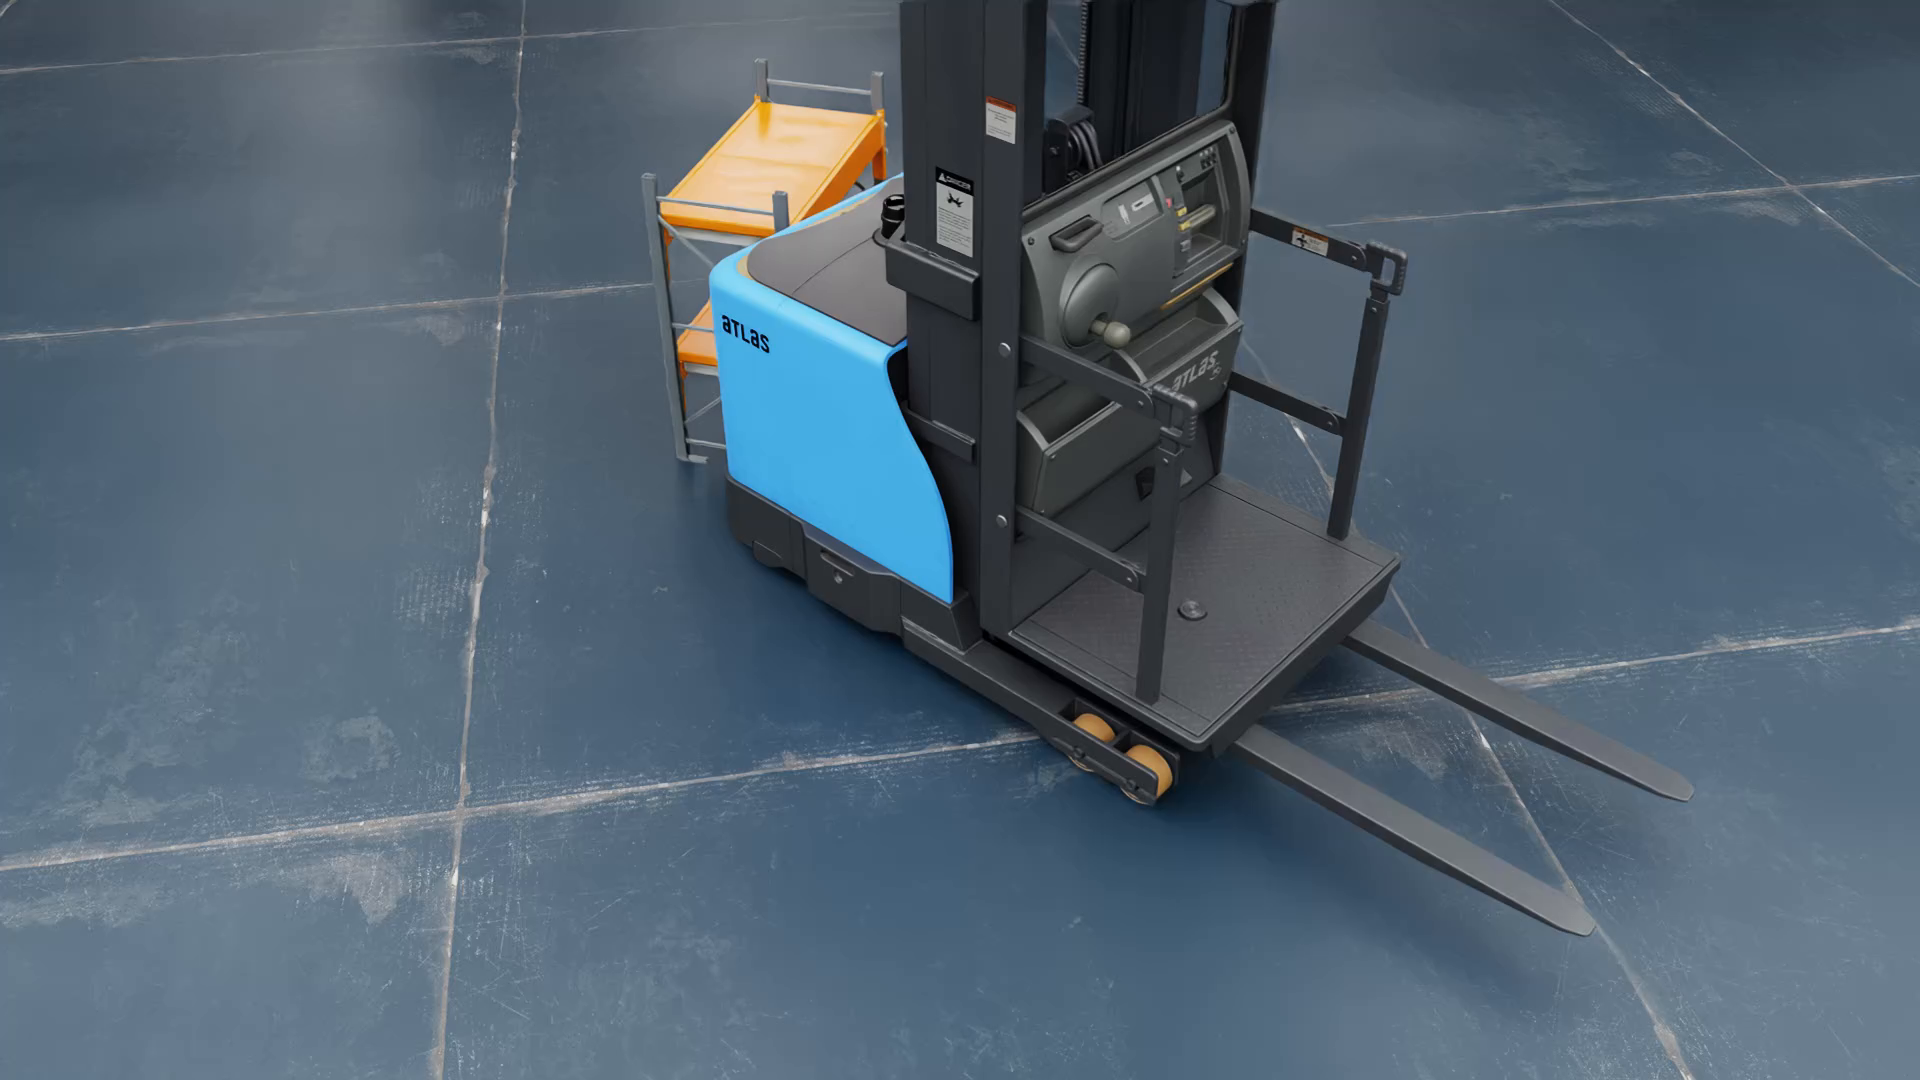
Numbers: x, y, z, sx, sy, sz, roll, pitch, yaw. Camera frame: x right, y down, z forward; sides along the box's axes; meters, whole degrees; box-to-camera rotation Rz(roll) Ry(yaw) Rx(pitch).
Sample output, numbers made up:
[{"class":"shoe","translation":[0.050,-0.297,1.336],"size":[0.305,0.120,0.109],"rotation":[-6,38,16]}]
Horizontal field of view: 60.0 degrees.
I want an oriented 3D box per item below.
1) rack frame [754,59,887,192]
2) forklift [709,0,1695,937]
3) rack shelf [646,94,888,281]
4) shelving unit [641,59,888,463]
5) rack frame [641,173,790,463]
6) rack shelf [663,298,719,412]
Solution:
[{"class":"rack frame","translation":[-0.526,-1.313,6.524],"size":[0.500,1.125,0.032],"rotation":[10,39,12]},{"class":"forklift","translation":[0.647,-0.768,4.350],"size":[3.031,2.935,1.130],"rotation":[29,46,32]},{"class":"rack shelf","translation":[-0.663,-1.244,5.957],"size":[0.538,0.278,1.000],"rotation":[10,39,12]},{"class":"shelving unit","translation":[-0.663,-1.013,6.137],"size":[0.538,1.125,1.048],"rotation":[10,39,12]},{"class":"rack frame","translation":[-0.801,-0.713,5.750],"size":[0.500,1.125,0.032],"rotation":[10,39,12]},{"class":"rack shelf","translation":[-0.663,-0.820,6.287],"size":[0.538,0.278,1.000],"rotation":[10,39,12]}]
